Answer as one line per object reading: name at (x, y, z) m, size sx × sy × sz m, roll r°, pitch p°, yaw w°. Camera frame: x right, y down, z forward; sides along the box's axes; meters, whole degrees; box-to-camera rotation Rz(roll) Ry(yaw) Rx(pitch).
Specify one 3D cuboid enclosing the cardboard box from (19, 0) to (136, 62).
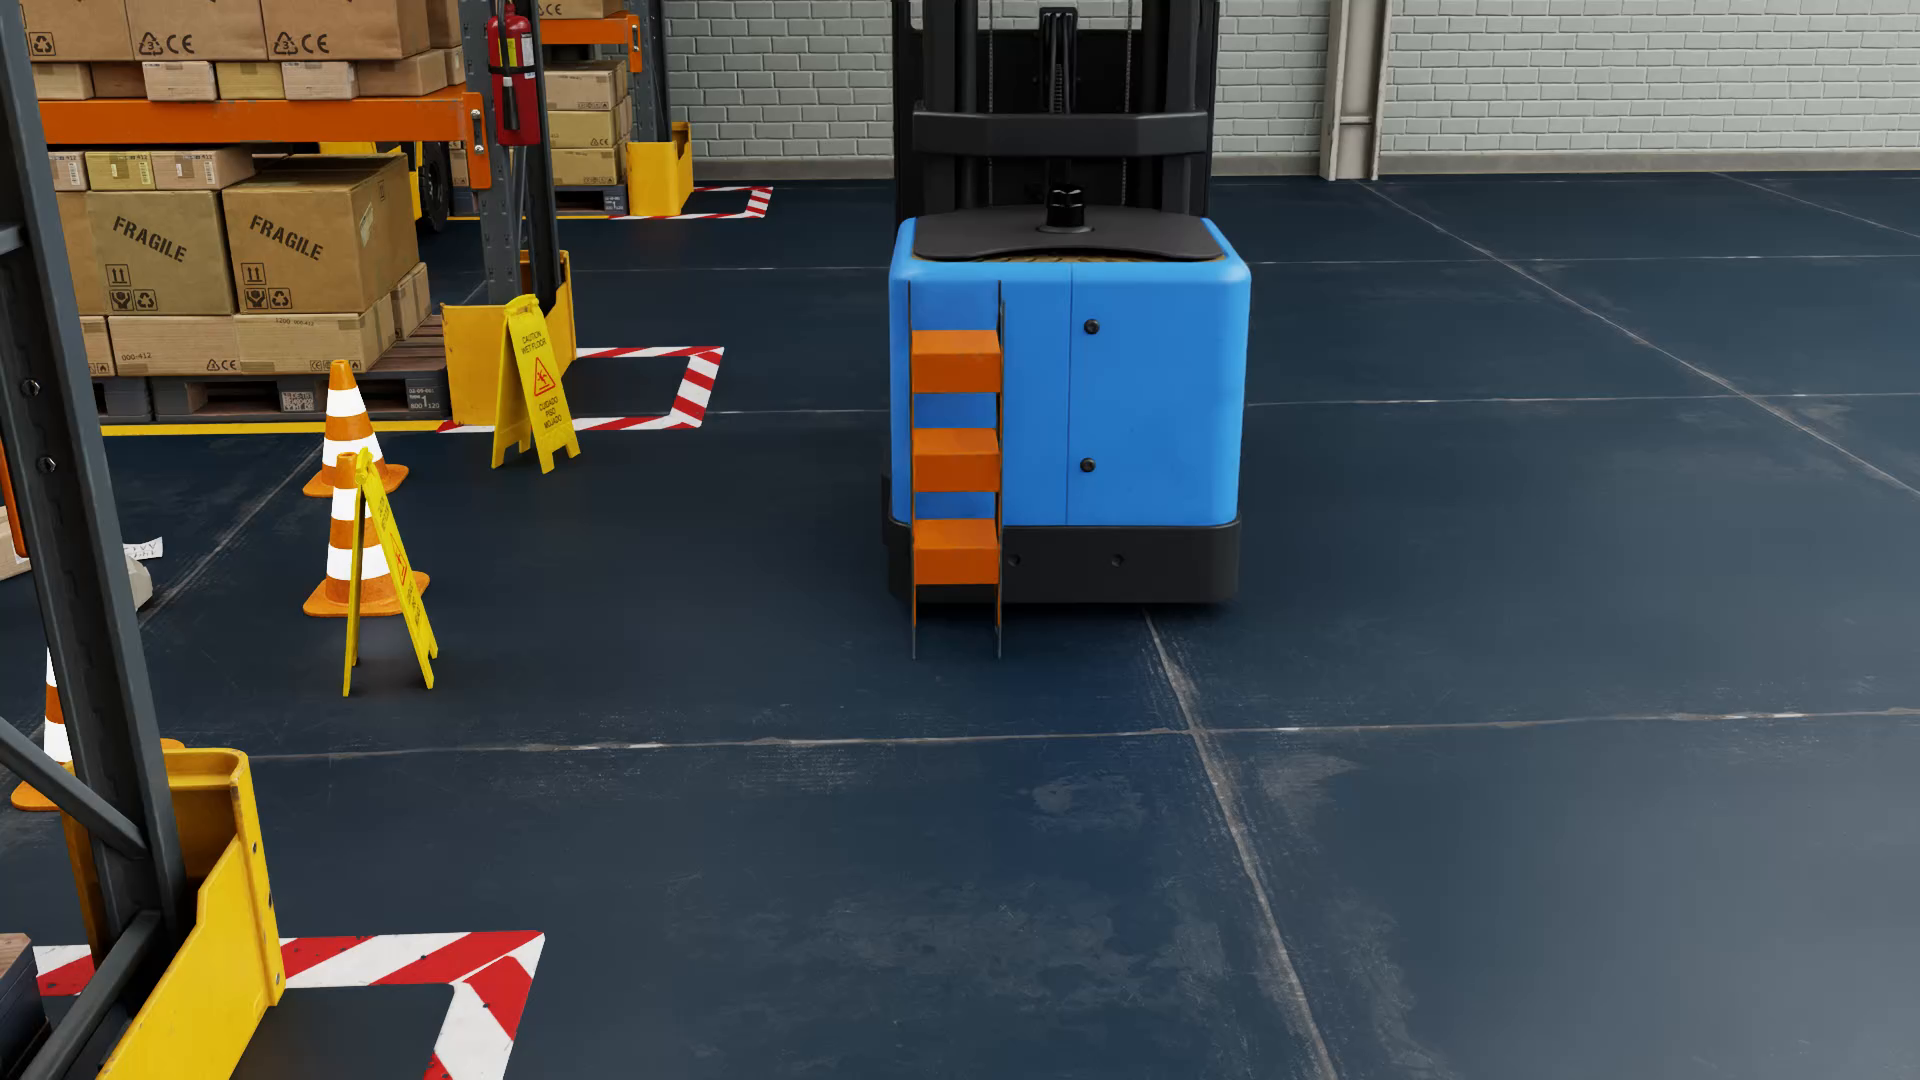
cardboard box at (-3.413, -2.143, 6.475) m, size 0.500 × 0.500 × 0.500 m, roll -1°, pitch 21°, yaw -3°

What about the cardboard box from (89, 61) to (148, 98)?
cardboard box at (-3.271, -1.869, 6.667) m, size 0.250 × 0.149 × 0.380 m, roll -1°, pitch 21°, yaw -2°

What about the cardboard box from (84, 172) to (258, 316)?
cardboard box at (-3.193, -1.224, 6.841) m, size 0.500 × 0.500 × 0.500 m, roll 0°, pitch 21°, yaw -1°

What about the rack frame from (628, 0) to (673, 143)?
rack frame at (-2.174, -3.846, 11.508) m, size 0.127 × 3.000 × 1.000 m, roll -1°, pitch 21°, yaw -3°

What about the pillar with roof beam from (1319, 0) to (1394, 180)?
pillar with roof beam at (3.316, -5.549, 7.548) m, size 0.400 × 9.000 × 9.100 m, roll -1°, pitch 21°, yaw -3°

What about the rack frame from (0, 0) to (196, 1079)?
rack frame at (-1.503, -0.327, 2.264) m, size 0.127 × 3.000 × 1.000 m, roll -1°, pitch 21°, yaw -3°

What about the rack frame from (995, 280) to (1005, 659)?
rack frame at (0.110, -0.182, 4.606) m, size 0.008 × 1.050 × 0.200 m, roll -1°, pitch 24°, yaw -2°

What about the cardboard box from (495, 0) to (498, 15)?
cardboard box at (-3.169, -3.783, 11.200) m, size 0.500 × 0.500 × 0.500 m, roll -1°, pitch 21°, yaw -1°

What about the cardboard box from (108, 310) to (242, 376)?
cardboard box at (-3.196, -0.875, 6.977) m, size 0.500 × 0.250 × 0.500 m, roll -1°, pitch 21°, yaw -3°

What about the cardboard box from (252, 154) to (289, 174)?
cardboard box at (-3.253, -1.414, 7.340) m, size 0.500 × 0.500 × 0.500 m, roll -2°, pitch 21°, yaw -5°

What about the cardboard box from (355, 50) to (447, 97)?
cardboard box at (-2.248, -1.882, 6.702) m, size 0.250 × 0.149 × 0.380 m, roll 0°, pitch 21°, yaw -1°

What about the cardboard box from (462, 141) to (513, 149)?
cardboard box at (-3.143, -2.864, 11.500) m, size 0.500 × 0.250 × 0.500 m, roll -1°, pitch 21°, yaw -4°

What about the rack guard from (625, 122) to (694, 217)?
rack guard at (-2.150, -2.679, 11.954) m, size 0.348 × 0.500 × 1.175 m, roll -1°, pitch 21°, yaw -3°

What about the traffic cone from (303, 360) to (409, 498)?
traffic cone at (-2.242, -0.431, 6.102) m, size 0.334 × 0.463 × 0.336 m, roll -1°, pitch 21°, yaw -3°

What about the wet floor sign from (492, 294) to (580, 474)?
wet floor sign at (-1.636, -0.607, 6.308) m, size 0.232 × 0.644 × 0.267 m, roll 6°, pitch 22°, yaw 16°

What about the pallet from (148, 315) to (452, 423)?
pallet at (-2.776, -0.775, 7.359) m, size 1.213 × 0.211 × 1.003 m, roll -1°, pitch 21°, yaw -3°

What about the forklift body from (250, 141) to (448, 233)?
forklift body at (-3.963, -2.763, 9.856) m, size 1.214 × 2.155 × 2.313 m, roll -1°, pitch 21°, yaw -3°

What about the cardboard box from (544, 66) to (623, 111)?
cardboard box at (-2.616, -3.105, 11.429) m, size 0.500 × 0.250 × 0.500 m, roll 0°, pitch 21°, yaw -1°

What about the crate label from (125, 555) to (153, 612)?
crate label at (-2.621, 0.147, 5.043) m, size 0.298 × 0.136 × 0.250 m, roll -13°, pitch 24°, yaw -31°

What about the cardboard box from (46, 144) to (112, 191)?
cardboard box at (-3.549, -1.499, 6.652) m, size 0.250 × 0.149 × 0.380 m, roll 0°, pitch 21°, yaw -1°

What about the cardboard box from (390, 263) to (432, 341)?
cardboard box at (-2.708, -1.076, 7.507) m, size 0.500 × 0.250 × 0.500 m, roll -1°, pitch 21°, yaw -3°

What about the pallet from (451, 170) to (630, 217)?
pallet at (-2.935, -2.513, 11.925) m, size 1.213 × 0.211 × 1.003 m, roll -1°, pitch 21°, yaw -3°

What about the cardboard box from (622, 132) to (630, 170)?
cardboard box at (-2.675, -2.817, 12.079) m, size 0.500 × 0.250 × 0.500 m, roll -1°, pitch 21°, yaw -3°

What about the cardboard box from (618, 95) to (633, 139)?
cardboard box at (-2.655, -3.056, 12.003) m, size 0.500 × 0.250 × 0.500 m, roll -1°, pitch 21°, yaw -2°

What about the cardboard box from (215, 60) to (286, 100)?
cardboard box at (-2.752, -1.840, 6.592) m, size 0.250 × 0.149 × 0.380 m, roll -2°, pitch 21°, yaw -4°

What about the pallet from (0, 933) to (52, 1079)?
pallet at (-2.297, 1.020, 2.645) m, size 1.213 × 0.211 × 1.003 m, roll -1°, pitch 21°, yaw -3°

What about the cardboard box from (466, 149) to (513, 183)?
cardboard box at (-3.122, -2.629, 11.585) m, size 0.500 × 0.250 × 0.500 m, roll -1°, pitch 21°, yaw -3°

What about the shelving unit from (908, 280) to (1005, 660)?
shelving unit at (-0.012, -0.181, 4.603) m, size 0.252 × 1.050 × 0.215 m, roll -1°, pitch 24°, yaw -2°

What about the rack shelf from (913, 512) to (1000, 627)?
rack shelf at (-0.013, 0.082, 4.721) m, size 0.240 × 0.259 × 0.215 m, roll -1°, pitch 24°, yaw -2°

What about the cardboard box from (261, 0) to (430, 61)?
cardboard box at (-2.413, -2.160, 6.520) m, size 0.500 × 0.500 × 0.500 m, roll -2°, pitch 21°, yaw -4°

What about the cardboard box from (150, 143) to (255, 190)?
cardboard box at (-3.034, -1.508, 6.675) m, size 0.250 × 0.149 × 0.380 m, roll -1°, pitch 21°, yaw -1°

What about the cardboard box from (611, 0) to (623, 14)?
cardboard box at (-2.684, -3.982, 11.723) m, size 0.500 × 0.500 × 0.500 m, roll 0°, pitch 21°, yaw -1°

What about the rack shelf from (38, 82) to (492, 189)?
rack shelf at (-3.883, -1.706, 6.899) m, size 4.000 × 0.370 × 1.077 m, roll -1°, pitch 21°, yaw -3°

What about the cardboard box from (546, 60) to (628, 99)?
cardboard box at (-2.664, -3.282, 11.896) m, size 0.500 × 0.250 × 0.500 m, roll -1°, pitch 21°, yaw -4°

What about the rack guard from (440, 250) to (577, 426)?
rack guard at (-1.963, -0.914, 7.318) m, size 0.348 × 0.500 × 1.175 m, roll -1°, pitch 21°, yaw -3°

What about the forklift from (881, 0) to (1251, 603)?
forklift at (0.317, -1.654, 5.846) m, size 1.130 × 2.935 × 3.031 m, roll 0°, pitch 21°, yaw 0°
